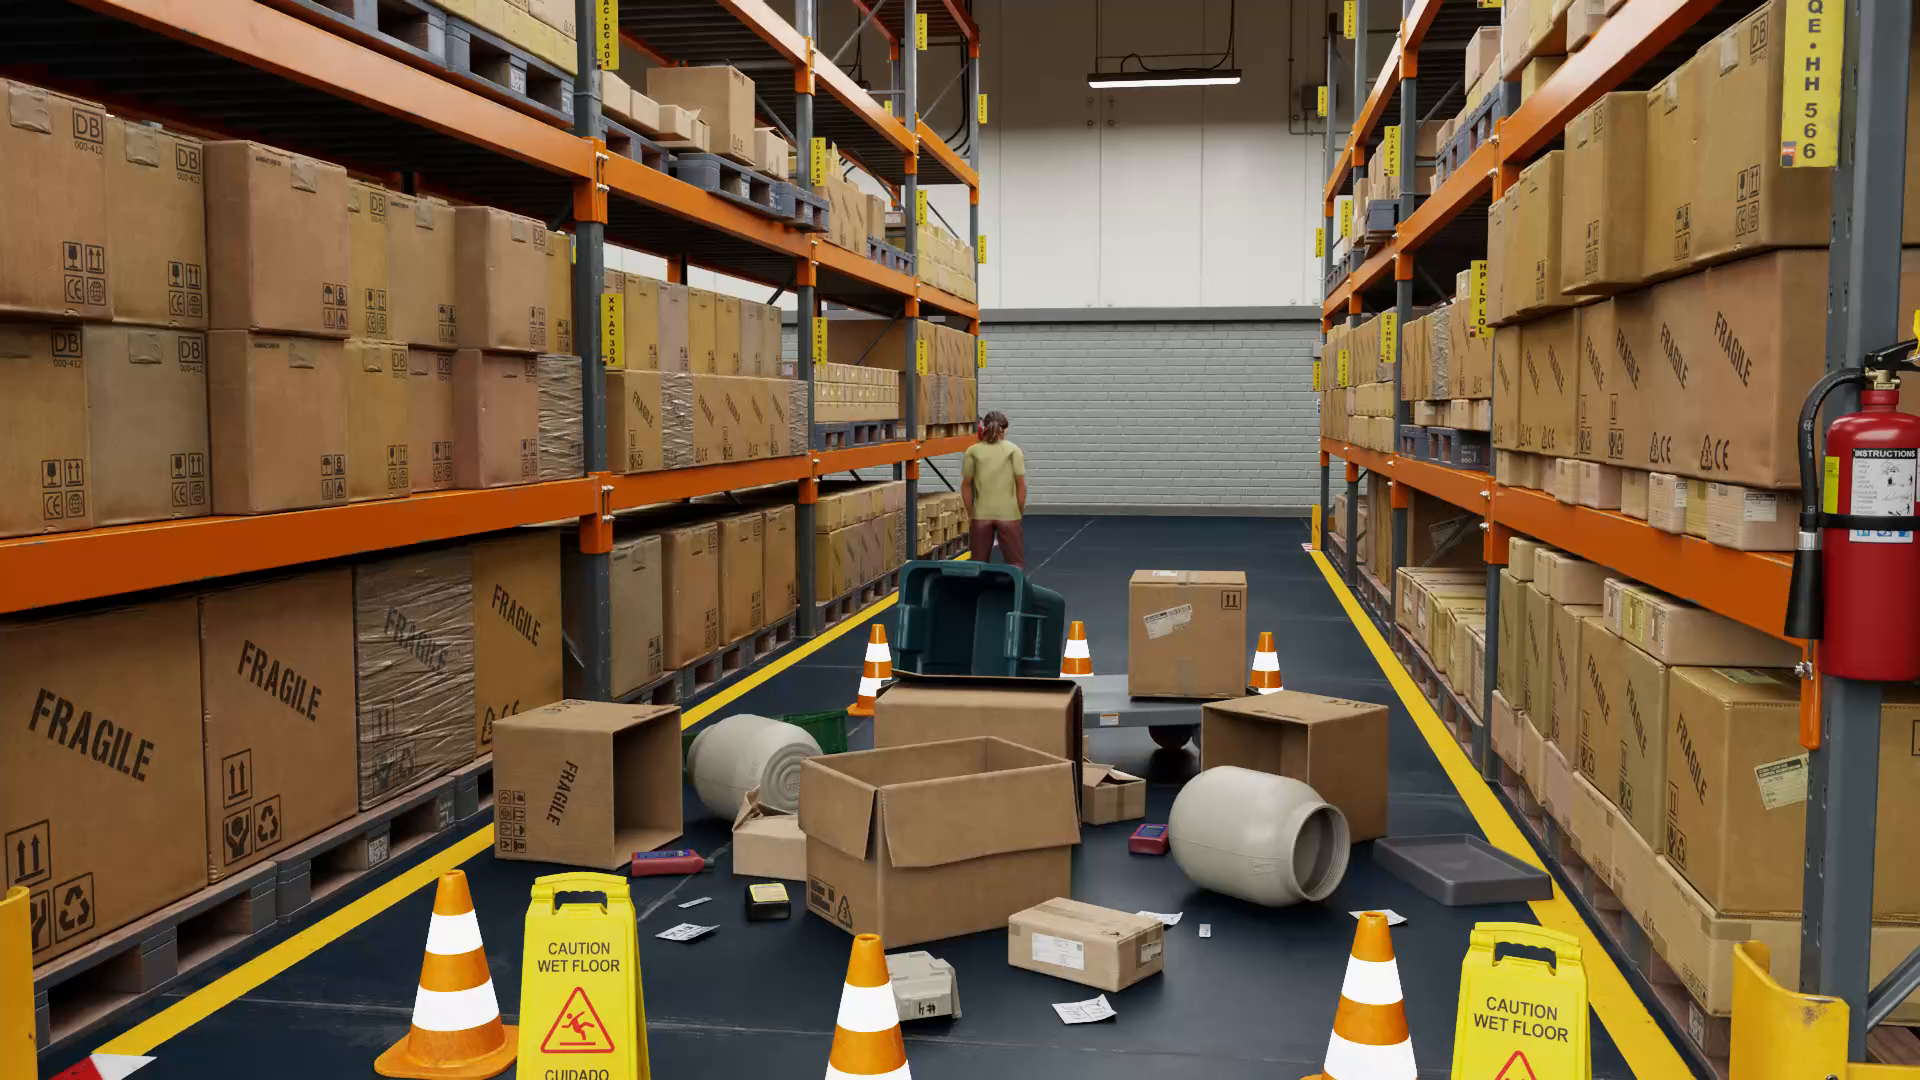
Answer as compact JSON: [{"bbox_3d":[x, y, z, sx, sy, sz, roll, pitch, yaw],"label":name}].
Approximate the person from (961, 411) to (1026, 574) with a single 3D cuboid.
[{"bbox_3d":[0.244,-0.136,12.083,0.478,1.603,0.426,1,5,10],"label":"person"}]
